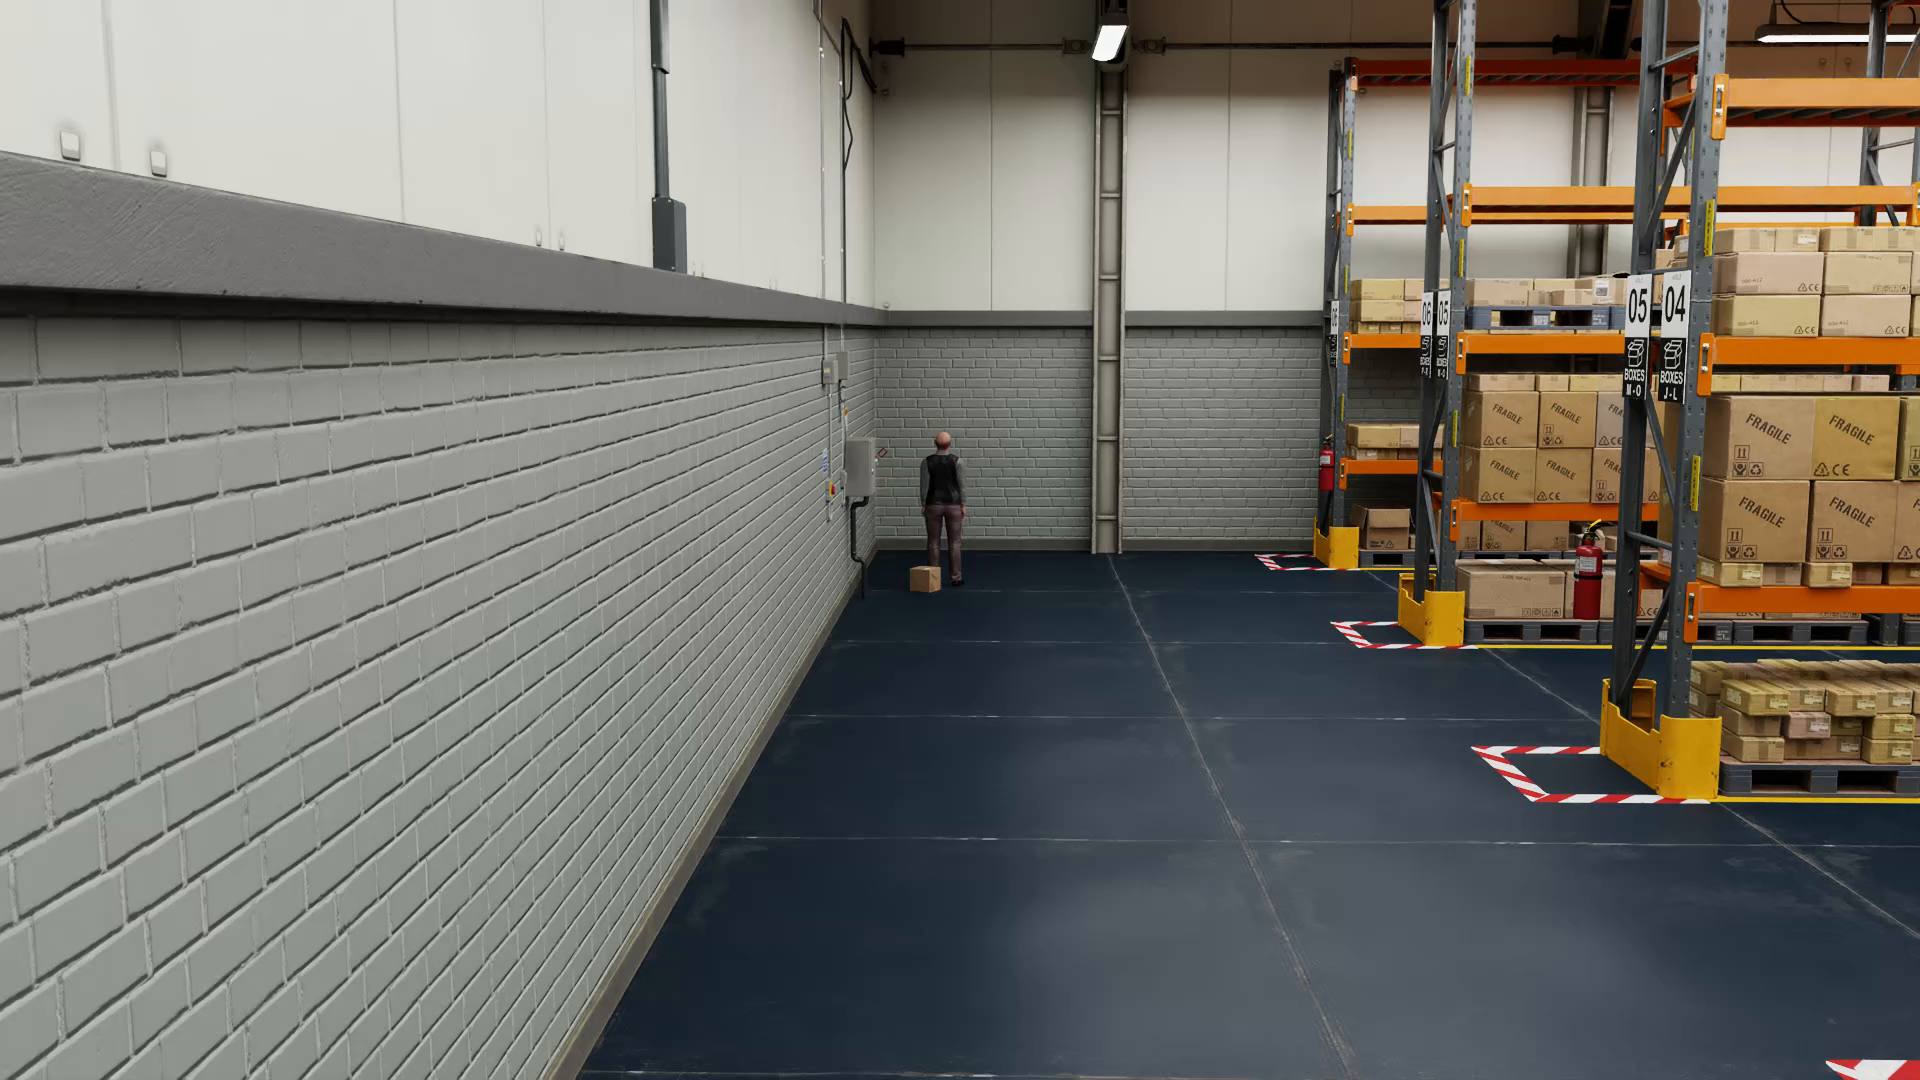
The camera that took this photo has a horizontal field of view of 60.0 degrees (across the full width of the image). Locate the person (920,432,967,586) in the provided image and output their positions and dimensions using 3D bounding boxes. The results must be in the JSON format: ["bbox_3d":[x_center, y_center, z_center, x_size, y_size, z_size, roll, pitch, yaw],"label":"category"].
[{"bbox_3d":[-0.184,-0.349,18.638,0.530,1.725,0.358,0,7,3],"label":"person"}]
